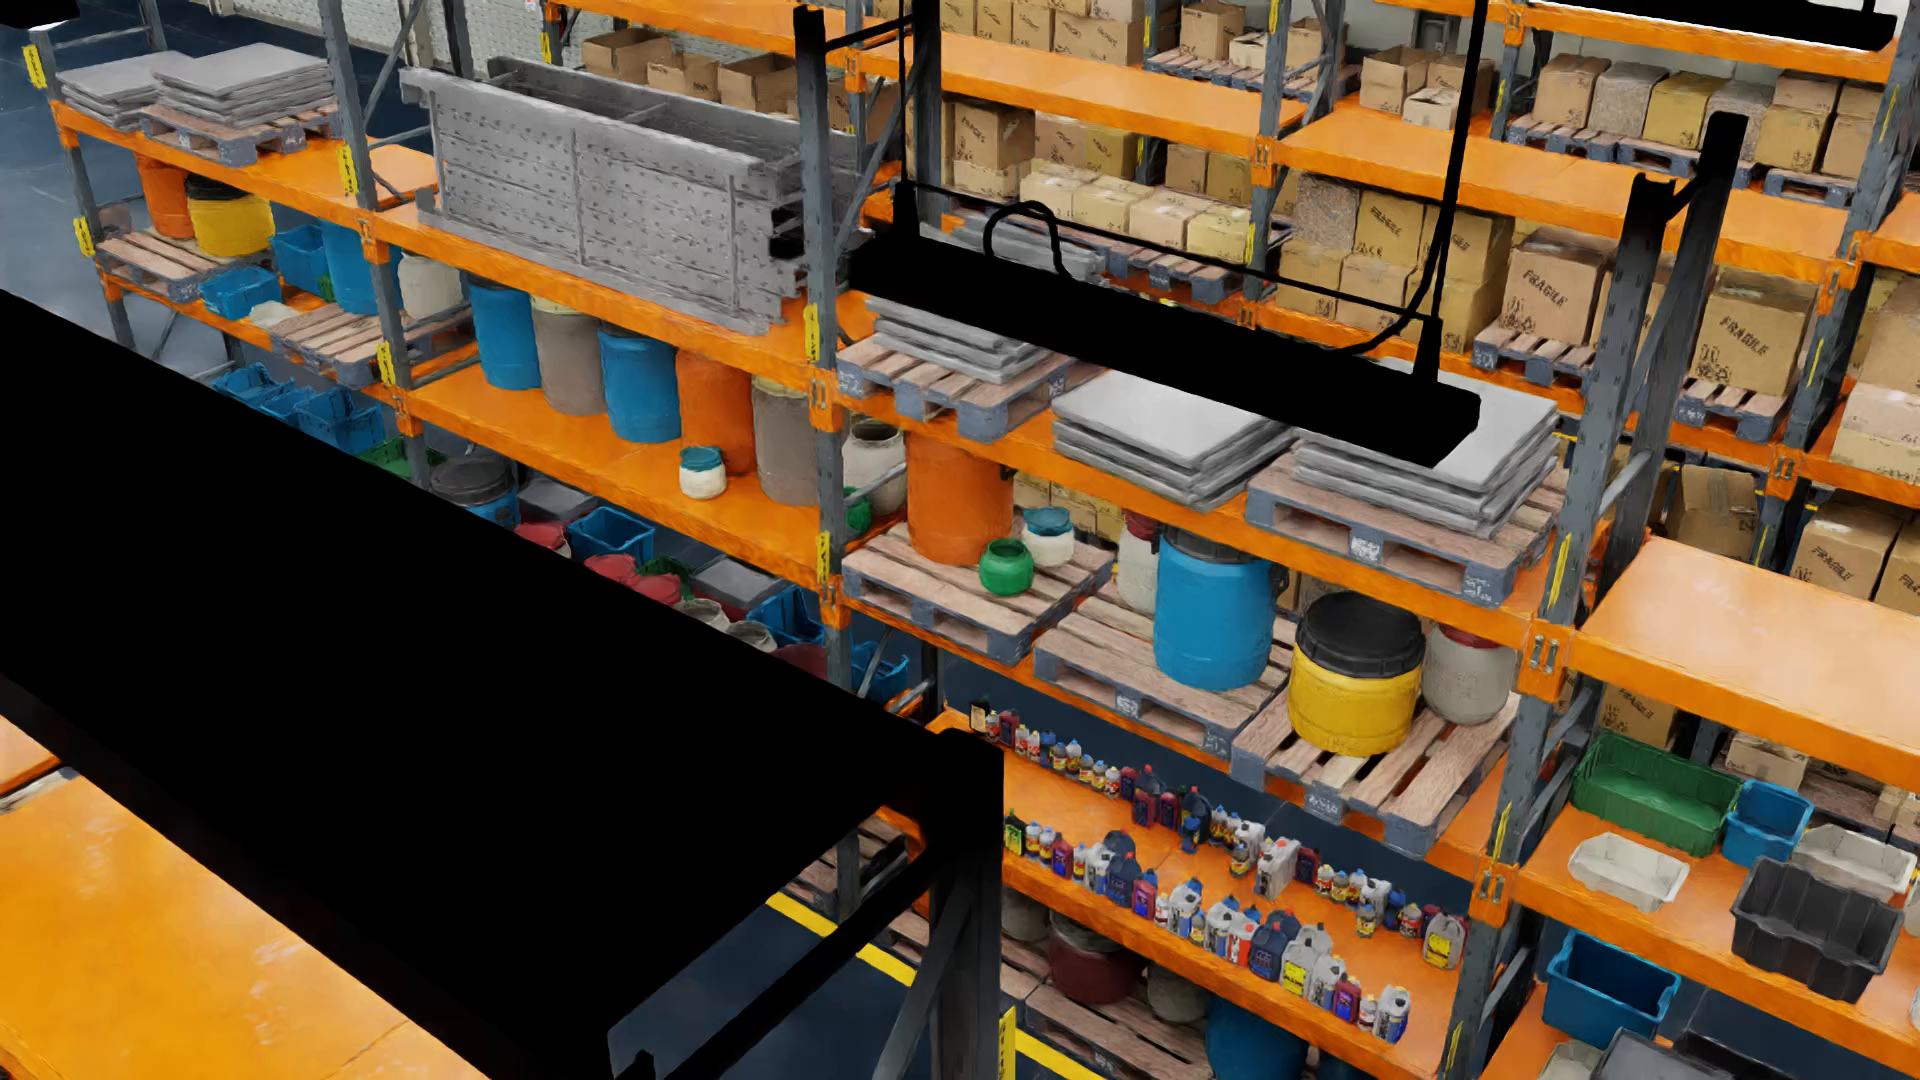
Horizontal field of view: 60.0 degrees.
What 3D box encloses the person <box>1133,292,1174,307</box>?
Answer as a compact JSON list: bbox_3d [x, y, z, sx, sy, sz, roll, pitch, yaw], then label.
[{"bbox_3d":[2.042,-2.505,17.724,1.033,1.708,0.571,16,35,25],"label":"person"}]
